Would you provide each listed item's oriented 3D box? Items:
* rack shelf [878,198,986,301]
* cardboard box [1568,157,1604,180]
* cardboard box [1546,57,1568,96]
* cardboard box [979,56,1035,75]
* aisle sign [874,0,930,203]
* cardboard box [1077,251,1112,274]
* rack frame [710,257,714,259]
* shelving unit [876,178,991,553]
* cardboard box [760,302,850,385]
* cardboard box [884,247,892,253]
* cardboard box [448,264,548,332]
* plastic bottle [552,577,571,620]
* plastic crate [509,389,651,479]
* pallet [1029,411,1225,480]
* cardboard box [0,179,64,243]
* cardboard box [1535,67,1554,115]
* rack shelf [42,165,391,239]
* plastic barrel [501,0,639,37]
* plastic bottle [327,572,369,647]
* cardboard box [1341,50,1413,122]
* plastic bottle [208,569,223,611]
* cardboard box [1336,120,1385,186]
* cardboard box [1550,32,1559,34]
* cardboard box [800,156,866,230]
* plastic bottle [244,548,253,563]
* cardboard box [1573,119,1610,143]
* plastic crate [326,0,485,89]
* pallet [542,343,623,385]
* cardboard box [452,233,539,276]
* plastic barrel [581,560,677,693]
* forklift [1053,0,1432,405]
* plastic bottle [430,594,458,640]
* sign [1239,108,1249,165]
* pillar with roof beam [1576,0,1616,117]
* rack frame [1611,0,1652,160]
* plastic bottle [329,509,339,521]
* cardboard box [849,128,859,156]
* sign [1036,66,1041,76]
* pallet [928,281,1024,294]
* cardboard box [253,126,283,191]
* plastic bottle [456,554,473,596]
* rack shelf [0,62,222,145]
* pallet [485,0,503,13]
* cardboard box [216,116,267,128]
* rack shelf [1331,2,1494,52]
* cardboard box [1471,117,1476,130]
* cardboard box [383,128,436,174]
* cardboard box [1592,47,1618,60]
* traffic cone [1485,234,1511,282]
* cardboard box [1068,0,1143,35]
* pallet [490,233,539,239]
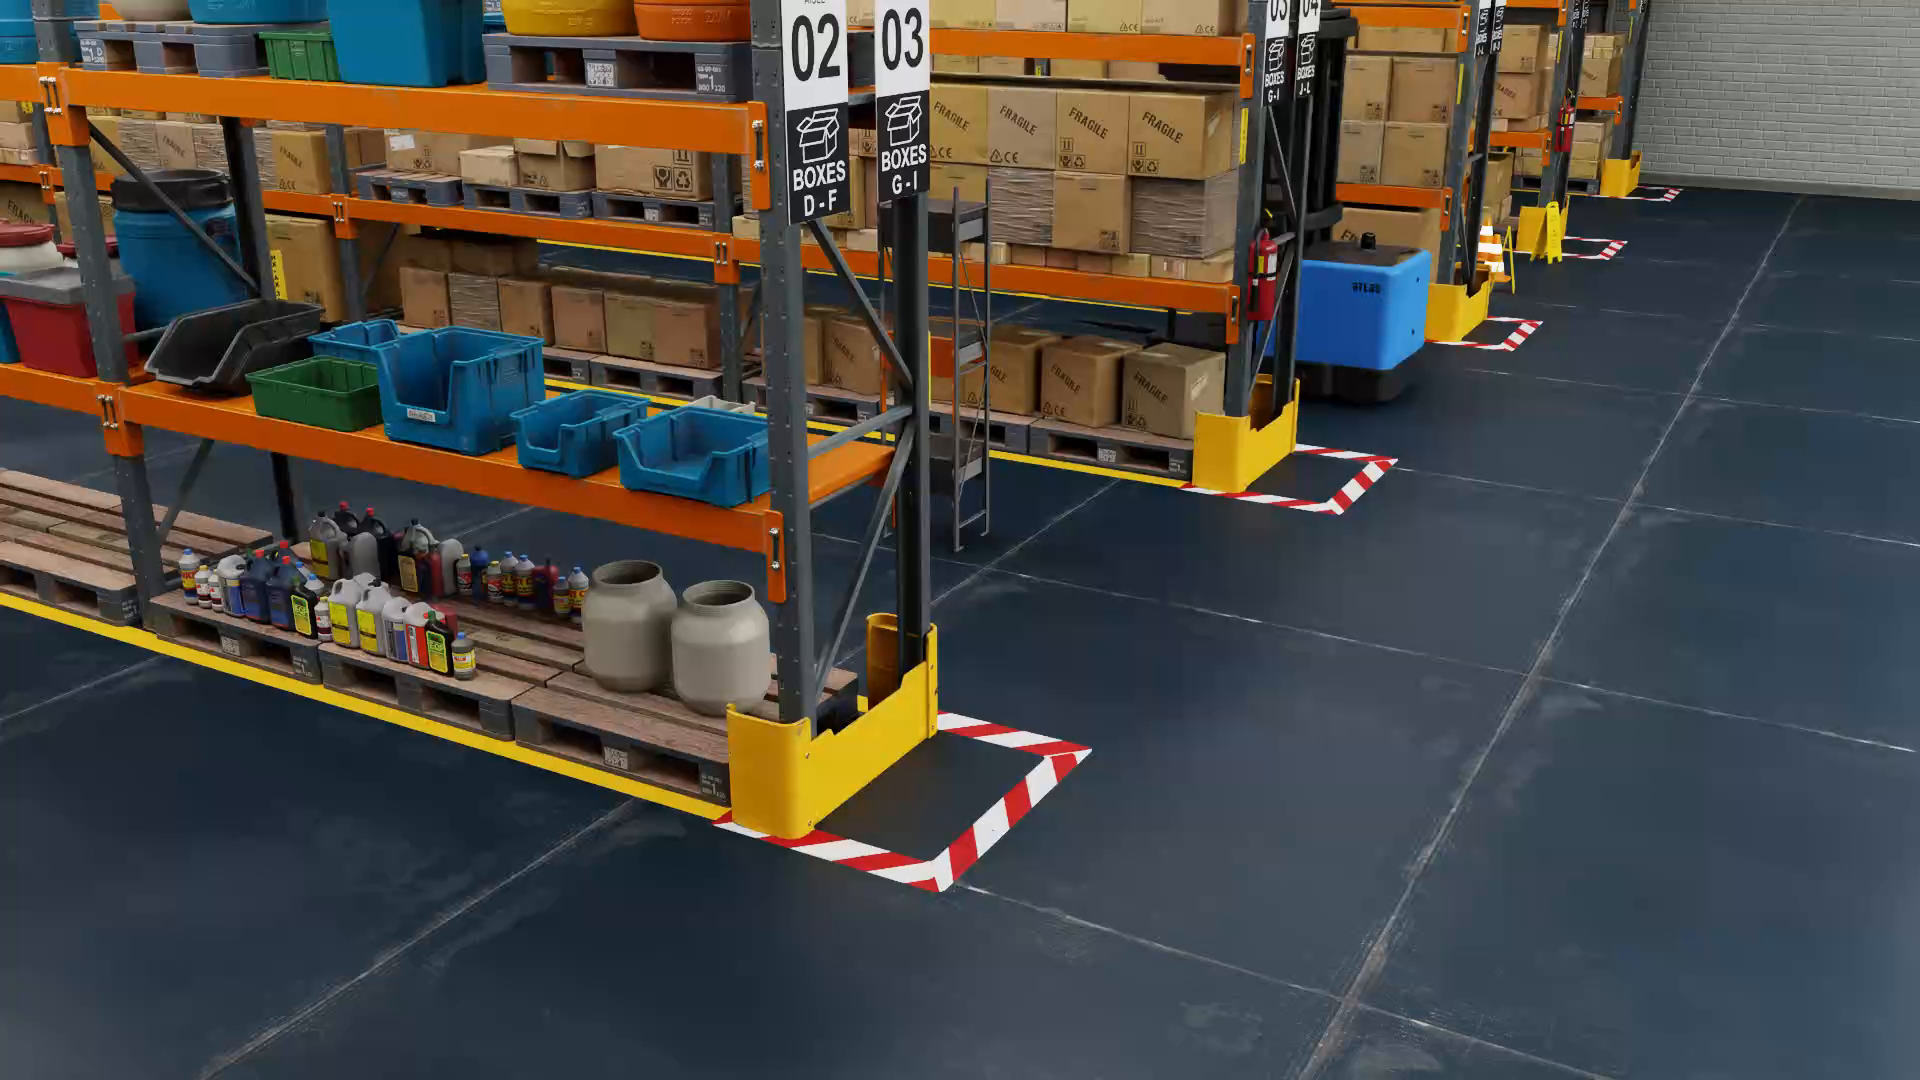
[{"bbox_3d":[-0.144,-1.660,9.349,0.480,0.518,0.431,11,23,27],"label":"rack shelf"},{"bbox_3d":[8.678,-5.210,23.245,0.500,0.250,0.500,11,23,28],"label":"cardboard box"},{"bbox_3d":[8.236,-6.461,23.130,0.500,0.500,0.500,12,23,29],"label":"cardboard box"},{"bbox_3d":[0.571,-4.615,16.577,0.500,0.500,0.700,10,22,26],"label":"cardboard box"},{"bbox_3d":[-0.218,-1.715,6.383,0.004,0.787,0.394,11,23,27],"label":"aisle sign"},{"bbox_3d":[0.970,-1.874,11.002,0.250,0.149,0.380,11,23,27],"label":"cardboard box"},{"bbox_3d":[-2.485,-4.683,18.375,0.127,3.000,1.000,11,23,27],"label":"rack frame"},{"bbox_3d":[-0.144,-1.015,9.583,0.503,2.100,0.431,11,23,27],"label":"shelving unit"},{"bbox_3d":[-1.171,-1.502,12.656,0.500,0.500,0.500,10,22,26],"label":"cardboard box"},{"bbox_3d":[-0.356,-2.114,11.662,0.250,0.149,0.380,11,23,27],"label":"cardboard box"},{"bbox_3d":[-3.907,-2.061,14.168,0.500,0.500,0.700,9,22,23],"label":"cardboard box"},{"bbox_3d":[-1.945,0.279,8.155,0.097,0.201,0.097,0,20,0],"label":"plastic bottle"},{"bbox_3d":[-1.571,-0.452,6.930,0.408,0.251,0.499,11,23,27],"label":"plastic crate"},{"bbox_3d":[1.233,-0.740,11.595,1.213,0.211,1.003,11,23,27],"label":"pallet"},{"bbox_3d":[-9.022,-3.220,16.844,0.875,0.875,0.875,11,23,27],"label":"cardboard box"},{"bbox_3d":[6.547,-5.191,19.193,0.500,0.500,0.500,10,22,26],"label":"cardboard box"},{"bbox_3d":[-6.738,-3.217,15.390,4.000,0.370,1.077,11,23,27],"label":"rack shelf"},{"bbox_3d":[-1.481,-2.266,6.422,0.600,0.588,0.600,0,20,0],"label":"plastic barrel"},{"bbox_3d":[-2.878,0.315,7.837,0.185,0.351,0.144,11,22,27],"label":"plastic bottle"},{"bbox_3d":[3.669,-4.068,14.876,0.550,0.550,0.875,11,23,27],"label":"cardboard box"},{"bbox_3d":[-3.674,0.243,8.255,0.097,0.201,0.097,0,20,0],"label":"plastic bottle"},{"bbox_3d":[3.662,-3.556,15.049,0.550,0.550,0.875,11,23,27],"label":"cardboard box"},{"bbox_3d":[8.395,-7.071,23.425,0.250,0.149,0.380,11,23,28],"label":"cardboard box"},{"bbox_3d":[-0.718,-2.558,11.934,0.500,0.500,0.875,11,23,27],"label":"cardboard box"},{"bbox_3d":[-3.504,0.184,8.296,0.133,0.283,0.061,11,23,27],"label":"plastic bottle"},{"bbox_3d":[8.688,-5.680,23.074,0.500,0.250,0.500,12,23,29],"label":"cardboard box"},{"bbox_3d":[-2.235,-2.048,6.737,0.575,0.384,0.392,11,23,27],"label":"plastic crate"},{"bbox_3d":[-3.250,-1.578,13.907,1.213,0.211,1.003,11,23,27],"label":"pallet"},{"bbox_3d":[-3.925,-2.419,14.057,0.500,0.250,0.500,14,24,33],"label":"cardboard box"},{"bbox_3d":[-1.473,0.384,7.440,0.421,0.512,0.421,0,20,0],"label":"plastic barrel"},{"bbox_3d":[2.159,-2.753,13.156,3.031,2.935,1.130,11,23,28],"label":"forklift"},{"bbox_3d":[-2.396,0.395,7.714,0.133,0.283,0.061,11,23,27],"label":"plastic bottle"},{"bbox_3d":[1.704,-2.423,9.986,0.005,0.325,0.100,11,23,27],"label":"sign"},{"bbox_3d":[6.974,-8.244,19.395,0.400,9.000,9.100,11,23,27],"label":"pillar with roof beam"},{"bbox_3d":[9.242,-6.321,22.892,0.127,3.000,1.000,11,23,27],"label":"rack frame"},{"bbox_3d":[-3.335,-0.031,8.891,0.133,0.283,0.061,12,23,30],"label":"plastic bottle"},{"bbox_3d":[-0.794,-2.981,11.636,0.500,0.500,0.500,11,23,27],"label":"cardboard box"},{"bbox_3d":[0.751,-4.361,15.908,0.005,0.325,0.100,11,23,27],"label":"sign"},{"bbox_3d":[0.296,-2.812,17.309,1.213,0.211,1.003,11,23,27],"label":"pallet"},{"bbox_3d":[-5.976,-3.363,14.590,0.500,0.500,0.500,11,22,27],"label":"cardboard box"},{"bbox_3d":[-2.507,0.172,8.450,0.097,0.201,0.097,0,20,0],"label":"plastic bottle"},{"bbox_3d":[-5.662,-2.488,8.980,4.000,0.370,1.077,11,23,27],"label":"rack shelf"},{"bbox_3d":[-2.894,-4.185,12.881,1.003,0.211,1.213,11,23,27],"label":"pallet"},{"bbox_3d":[-6.190,-3.977,14.812,0.637,0.503,0.797,11,23,29],"label":"cardboard box"},{"bbox_3d":[2.753,-4.757,15.236,4.000,0.370,1.077,11,23,27],"label":"rack shelf"},{"bbox_3d":[5.905,-4.781,19.015,0.250,0.149,0.380,10,22,26],"label":"cardboard box"},{"bbox_3d":[-4.501,-3.389,14.048,0.500,0.500,0.500,8,21,21],"label":"cardboard box"},{"bbox_3d":[8.803,-6.647,22.693,0.250,0.149,0.380,11,23,28],"label":"cardboard box"},{"bbox_3d":[5.576,-2.951,17.321,0.334,0.463,0.336,11,23,27],"label":"traffic cone"},{"bbox_3d":[1.010,-3.319,10.436,0.500,0.250,0.500,11,23,28],"label":"cardboard box"},{"bbox_3d":[-5.297,-3.908,20.329,1.213,0.211,1.003,11,23,27],"label":"pallet"}]
